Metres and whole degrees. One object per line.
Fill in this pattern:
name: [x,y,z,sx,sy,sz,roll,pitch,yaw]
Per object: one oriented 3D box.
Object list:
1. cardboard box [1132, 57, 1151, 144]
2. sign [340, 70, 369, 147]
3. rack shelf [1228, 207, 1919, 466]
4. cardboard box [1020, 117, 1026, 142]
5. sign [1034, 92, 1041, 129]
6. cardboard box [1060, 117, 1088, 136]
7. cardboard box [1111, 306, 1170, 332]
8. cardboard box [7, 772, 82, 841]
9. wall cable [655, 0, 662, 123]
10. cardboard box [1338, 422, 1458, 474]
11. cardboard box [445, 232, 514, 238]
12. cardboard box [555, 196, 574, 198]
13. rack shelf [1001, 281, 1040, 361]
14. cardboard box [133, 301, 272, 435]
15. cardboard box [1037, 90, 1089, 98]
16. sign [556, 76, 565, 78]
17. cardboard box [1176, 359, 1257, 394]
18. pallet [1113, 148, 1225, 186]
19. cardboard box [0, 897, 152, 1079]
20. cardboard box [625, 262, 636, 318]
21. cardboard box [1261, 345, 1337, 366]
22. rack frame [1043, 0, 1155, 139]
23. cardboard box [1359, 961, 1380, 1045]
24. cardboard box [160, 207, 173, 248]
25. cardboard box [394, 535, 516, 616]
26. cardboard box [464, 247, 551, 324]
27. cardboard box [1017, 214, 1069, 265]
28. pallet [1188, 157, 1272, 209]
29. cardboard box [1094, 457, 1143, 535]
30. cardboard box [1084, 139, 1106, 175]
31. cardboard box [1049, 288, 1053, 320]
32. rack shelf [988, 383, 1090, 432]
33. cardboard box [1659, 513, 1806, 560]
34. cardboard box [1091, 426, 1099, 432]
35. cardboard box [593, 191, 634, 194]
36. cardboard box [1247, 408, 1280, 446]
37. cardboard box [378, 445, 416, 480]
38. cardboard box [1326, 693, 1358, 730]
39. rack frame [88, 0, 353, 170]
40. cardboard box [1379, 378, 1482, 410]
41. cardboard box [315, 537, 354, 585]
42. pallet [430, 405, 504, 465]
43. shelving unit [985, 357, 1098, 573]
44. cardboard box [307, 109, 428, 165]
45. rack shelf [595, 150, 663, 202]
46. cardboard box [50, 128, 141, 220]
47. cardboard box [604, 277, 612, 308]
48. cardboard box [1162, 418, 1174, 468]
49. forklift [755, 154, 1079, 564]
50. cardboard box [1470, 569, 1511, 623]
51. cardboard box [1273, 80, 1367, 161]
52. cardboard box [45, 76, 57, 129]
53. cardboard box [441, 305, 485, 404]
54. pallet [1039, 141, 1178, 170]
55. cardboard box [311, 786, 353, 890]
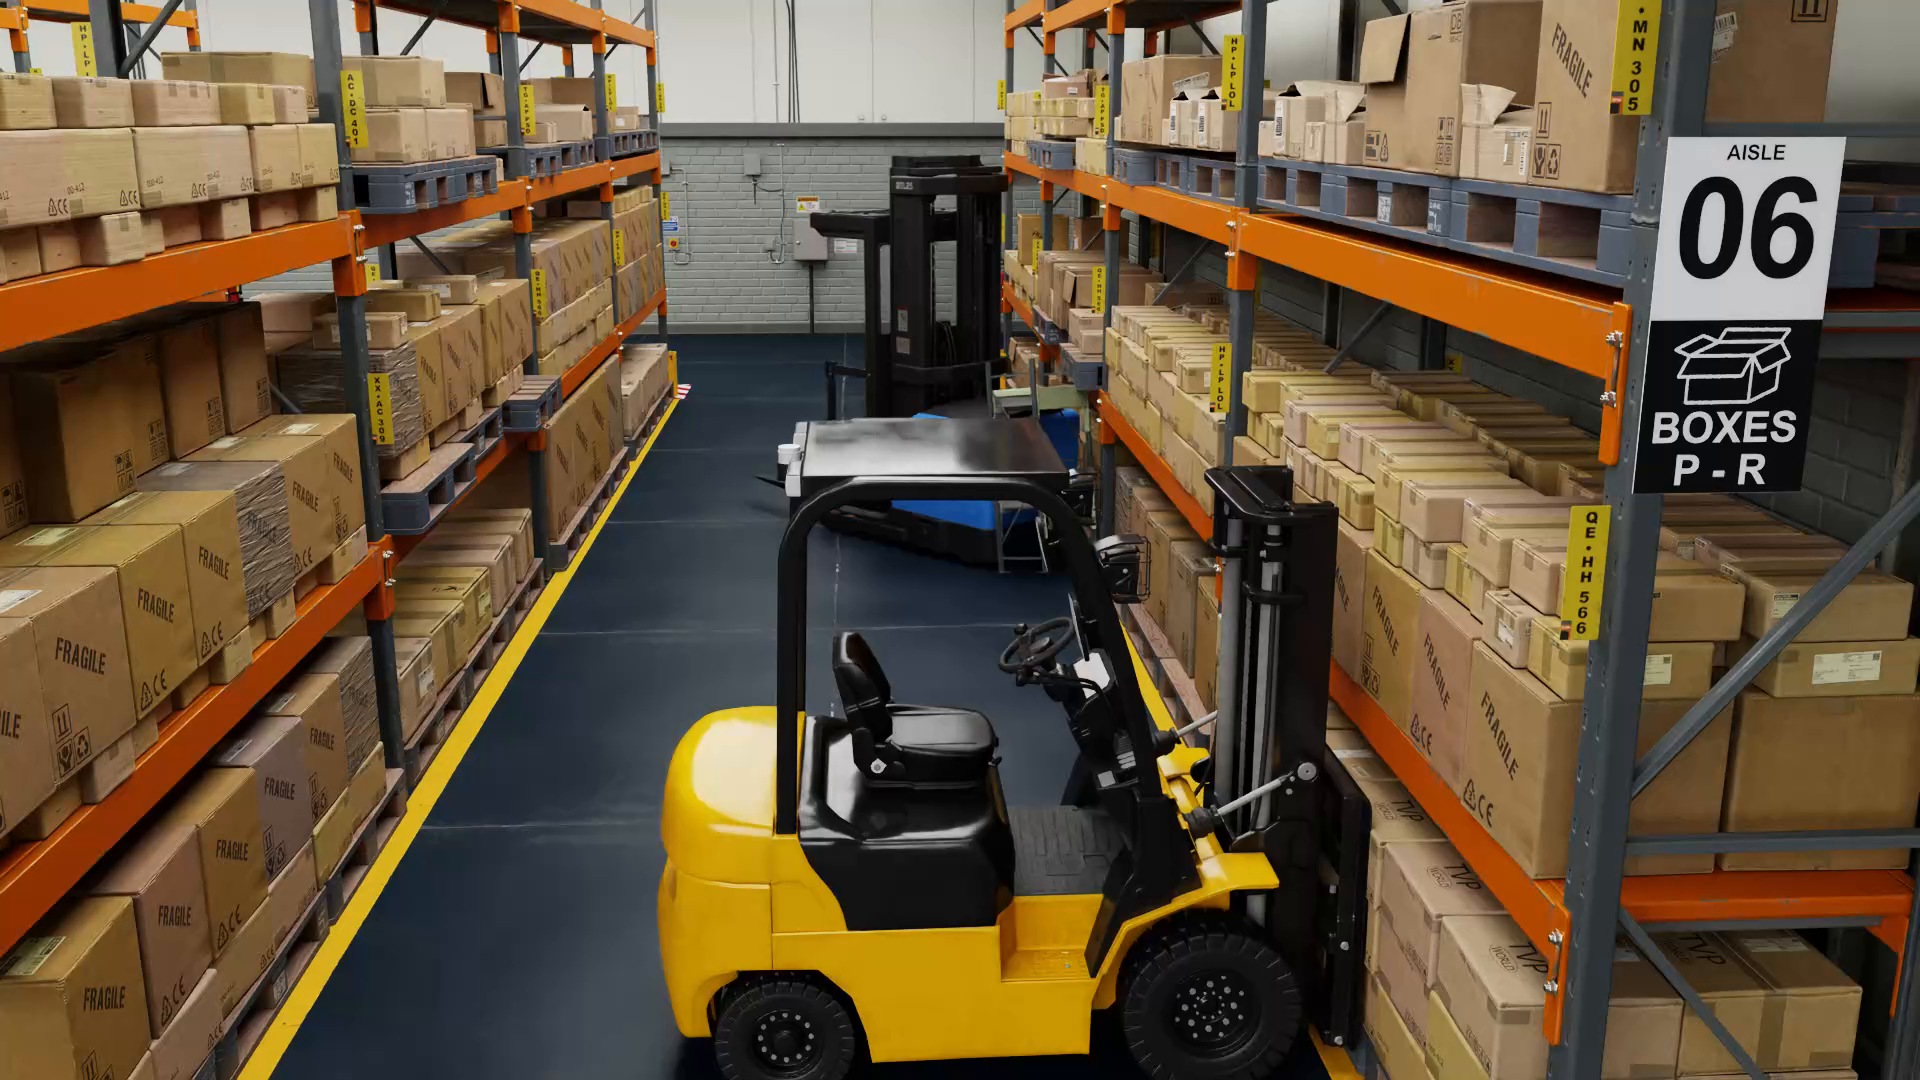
cardboard box: [1.449,-2.685,10.180,0.700,0.500,0.500,-1,14,-5]
sign: [-2.649,-1.881,7.261,0.100,0.325,0.005,-1,14,-3]
rack shelf: [1.888,-0.852,5.744,1.077,0.370,4.000,-1,14,-3]
cardboard box: [0.902,-4.258,17.239,0.500,0.250,0.500,-1,14,-4]
sign: [0.728,-3.928,15.216,0.100,0.325,0.005,-1,14,-3]
cardboard box: [1.011,-3.356,13.490,0.380,0.149,0.250,-1,14,-2]
cardboard box: [1.242,-1.519,11.408,0.380,0.149,0.250,0,14,-2]
cardboard box: [-2.722,0.731,4.670,0.380,0.149,0.250,-1,14,-5]
wall cable: [-4.567,-7.468,23.993,0.463,3.000,0.029,-1,14,-3]
cardboard box: [1.647,-0.349,6.264,0.380,0.149,0.250,-1,14,-4]
cardboard box: [-3.819,-2.197,13.339,0.500,0.500,0.500,-1,14,-4]
cardboard box: [-3.969,-3.268,16.200,0.380,0.149,0.250,-1,14,-4]
rack shelf: [1.145,-2.384,17.717,1.077,0.370,4.000,-1,14,-3]
cardboard box: [-3.379,-0.732,7.047,0.700,0.500,0.500,-1,14,-4]
cardboard box: [0.997,-4.123,15.713,0.500,0.250,0.500,-1,14,-3]
sign: [-4.487,-5.060,18.739,0.100,0.325,0.005,-1,14,-3]
cardboard box: [1.376,-0.879,8.919,0.380,0.149,0.250,-1,14,-5]
pallet: [1.648,-2.434,10.827,1.213,0.211,1.003,0,14,-1]
cardboard box: [-2.718,1.381,4.809,0.500,0.500,0.500,-1,14,-5]
cardboard box: [-3.480,-2.452,16.336,0.500,0.500,0.500,-1,14,-3]
cardboard box: [1.930,-1.017,9.456,0.380,0.149,0.250,-1,14,-4]
rack frame: [1.269,-5.141,14.946,1.000,3.000,0.127,-1,14,-3]
cardboard box: [1.624,1.517,5.786,0.500,0.250,0.500,-1,14,-3]
cardboard box: [-2.865,-1.039,5.531,0.380,0.149,0.250,-1,14,-4]
cardboard box: [-3.359,0.230,10.542,0.950,0.372,0.625,-1,14,-5]
cardboard box: [-3.224,-1.822,11.880,0.500,0.500,0.500,-1,14,-5]
cardboard box: [0.873,-3.175,17.544,0.500,0.500,0.500,-1,14,-2]
pallet: [1.697,-1.825,8.463,0.805,0.209,1.217,-1,15,-6]
cardboard box: [1.276,-0.335,12.482,0.500,0.500,0.500,0,14,-2]
cardboard box: [1.210,-2.869,12.440,0.500,0.250,0.500,-1,14,-3]
cardboard box: [0.972,-2.022,14.292,0.396,0.266,0.258,0,14,-1]
rack shelf: [0.574,-0.939,11.990,0.431,0.370,0.720,-1,5,34]
cardboard box: [2.191,0.025,4.811,0.380,0.149,0.250,-1,14,-2]
cardboard box: [1.213,-0.800,12.987,0.380,0.149,0.250,-1,14,-5]
cardboard box: [-3.580,-3.531,17.221,0.380,0.149,0.250,0,14,-2]
cardboard box: [1.521,-0.525,7.544,0.380,0.149,0.250,-1,14,-4]
cardboard box: [-2.909,-0.392,8.192,0.380,0.149,0.250,-1,14,-3]
cardboard box: [1.545,0.774,6.665,0.500,0.250,0.500,0,14,-2]
rack frame: [-3.190,-3.073,6.912,1.000,3.000,0.127,-1,14,-3]
cardboard box: [2.060,-0.614,7.295,0.380,0.149,0.250,-1,14,-5]
cardboard box: [-2.843,0.091,7.158,0.380,0.149,0.250,-1,14,-2]
pallet: [-3.274,-0.578,9.639,1.003,0.211,1.213,-1,14,-3]
shelving unit: [0.601,-0.550,12.020,0.431,1.500,0.755,-1,5,34]
cardboard box: [-2.826,-1.903,7.841,0.500,0.250,0.500,-1,14,-5]
rack shelf: [-3.809,-3.759,17.042,1.077,0.370,4.000,-1,14,-3]
cardboard box: [-2.785,-1.080,4.889,0.500,0.250,0.500,0,14,-2]
cardboard box: [-3.415,-2.221,14.937,0.500,0.250,0.500,-1,14,-3]
cardboard box: [1.435,-0.543,9.419,0.500,0.250,0.500,-1,14,-3]
forklift: [-0.470,-1.540,13.130,1.130,2.935,3.031,-14,20,-42]
cardboard box: [1.711,0.176,4.820,0.380,0.149,0.250,-1,14,-2]
cardboard box: [1.573,-1.696,6.715,0.500,0.311,0.500,-1,14,-2]
cardboard box: [-2.798,-1.231,4.676,0.380,0.149,0.250,-1,14,-4]
cardboard box: [-3.024,-1.060,9.487,0.500,0.500,0.500,-1,15,-6]
pallet: [1.306,-3.176,13.707,1.213,0.211,1.003,-1,14,-3]
cardboard box: [-2.842,1.235,6.881,0.500,0.250,0.500,-1,14,-5]
